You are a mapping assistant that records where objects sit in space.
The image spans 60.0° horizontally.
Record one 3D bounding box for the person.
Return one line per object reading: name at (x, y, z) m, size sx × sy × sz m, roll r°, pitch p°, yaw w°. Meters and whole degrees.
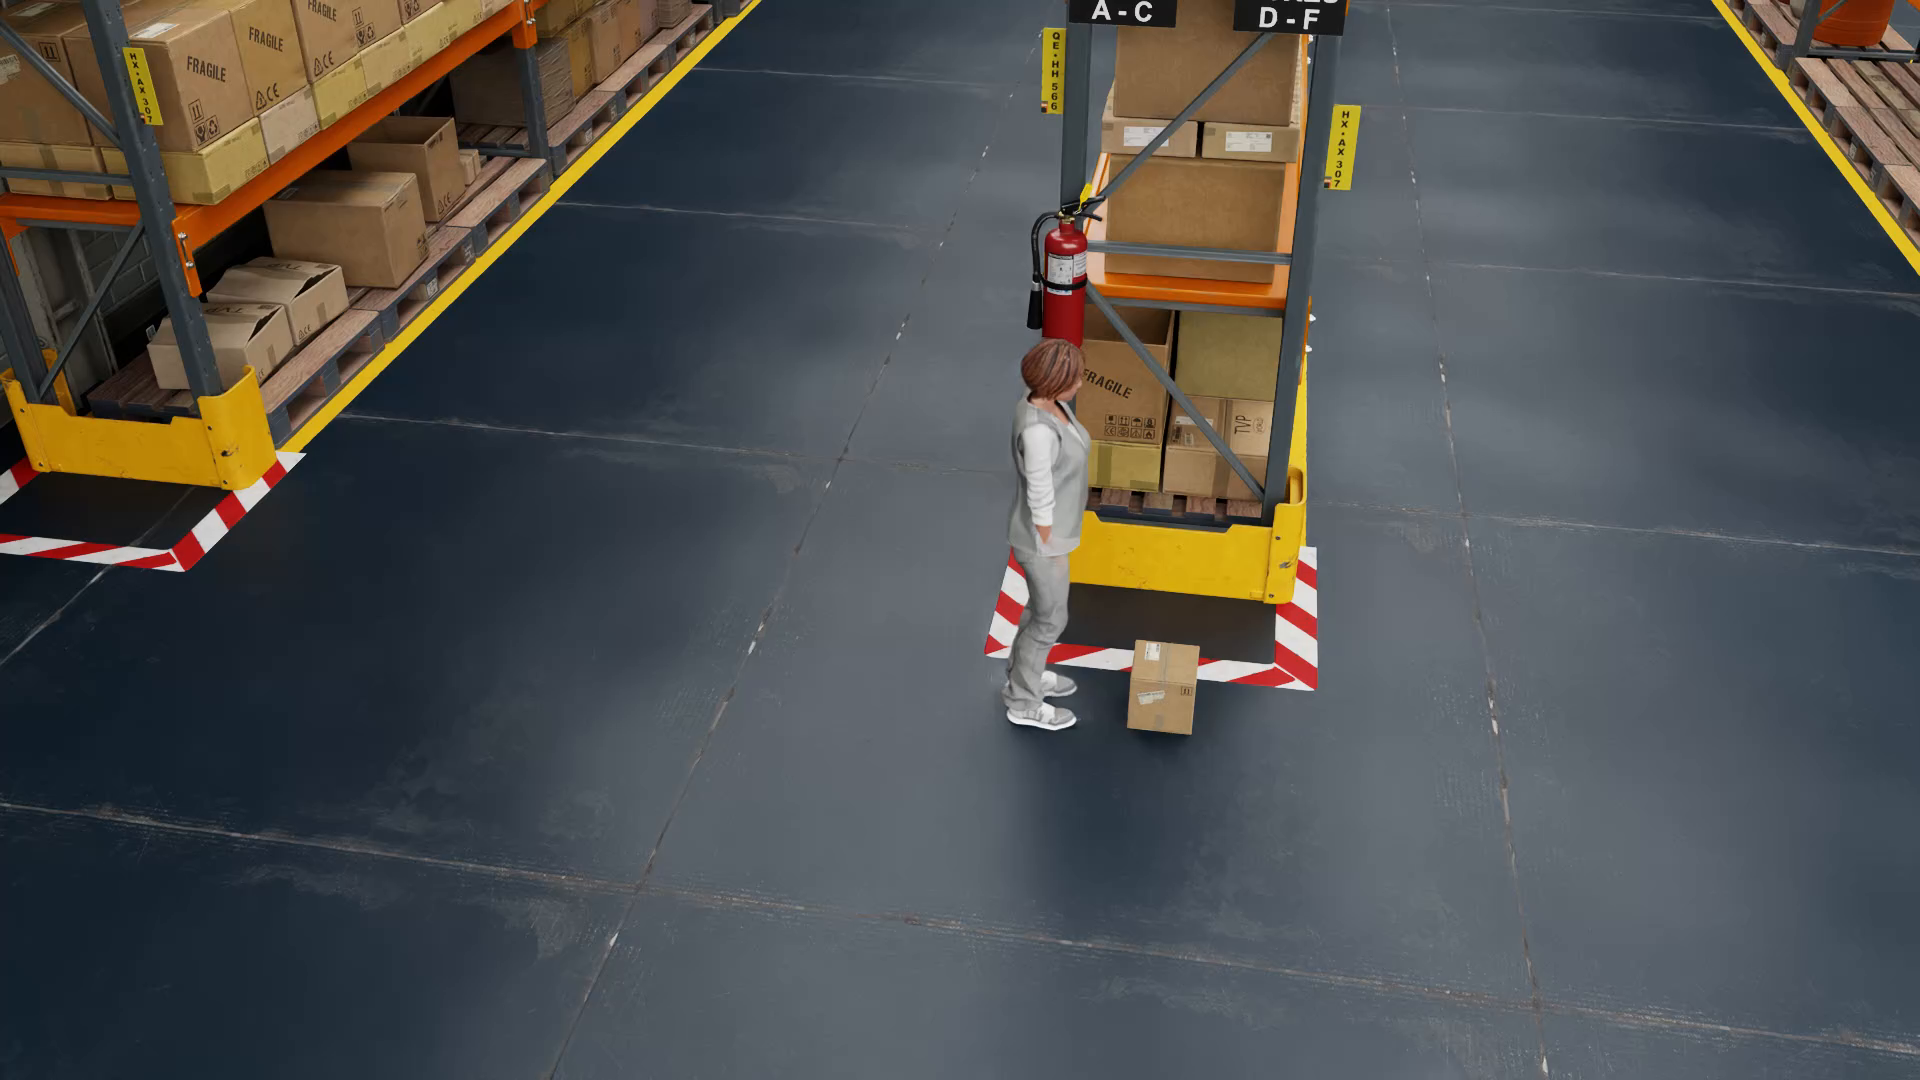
person at (0.321, -0.022, 6.195) m, size 0.299 × 1.600 × 0.407 m, roll 4°, pitch 33°, yaw 6°
